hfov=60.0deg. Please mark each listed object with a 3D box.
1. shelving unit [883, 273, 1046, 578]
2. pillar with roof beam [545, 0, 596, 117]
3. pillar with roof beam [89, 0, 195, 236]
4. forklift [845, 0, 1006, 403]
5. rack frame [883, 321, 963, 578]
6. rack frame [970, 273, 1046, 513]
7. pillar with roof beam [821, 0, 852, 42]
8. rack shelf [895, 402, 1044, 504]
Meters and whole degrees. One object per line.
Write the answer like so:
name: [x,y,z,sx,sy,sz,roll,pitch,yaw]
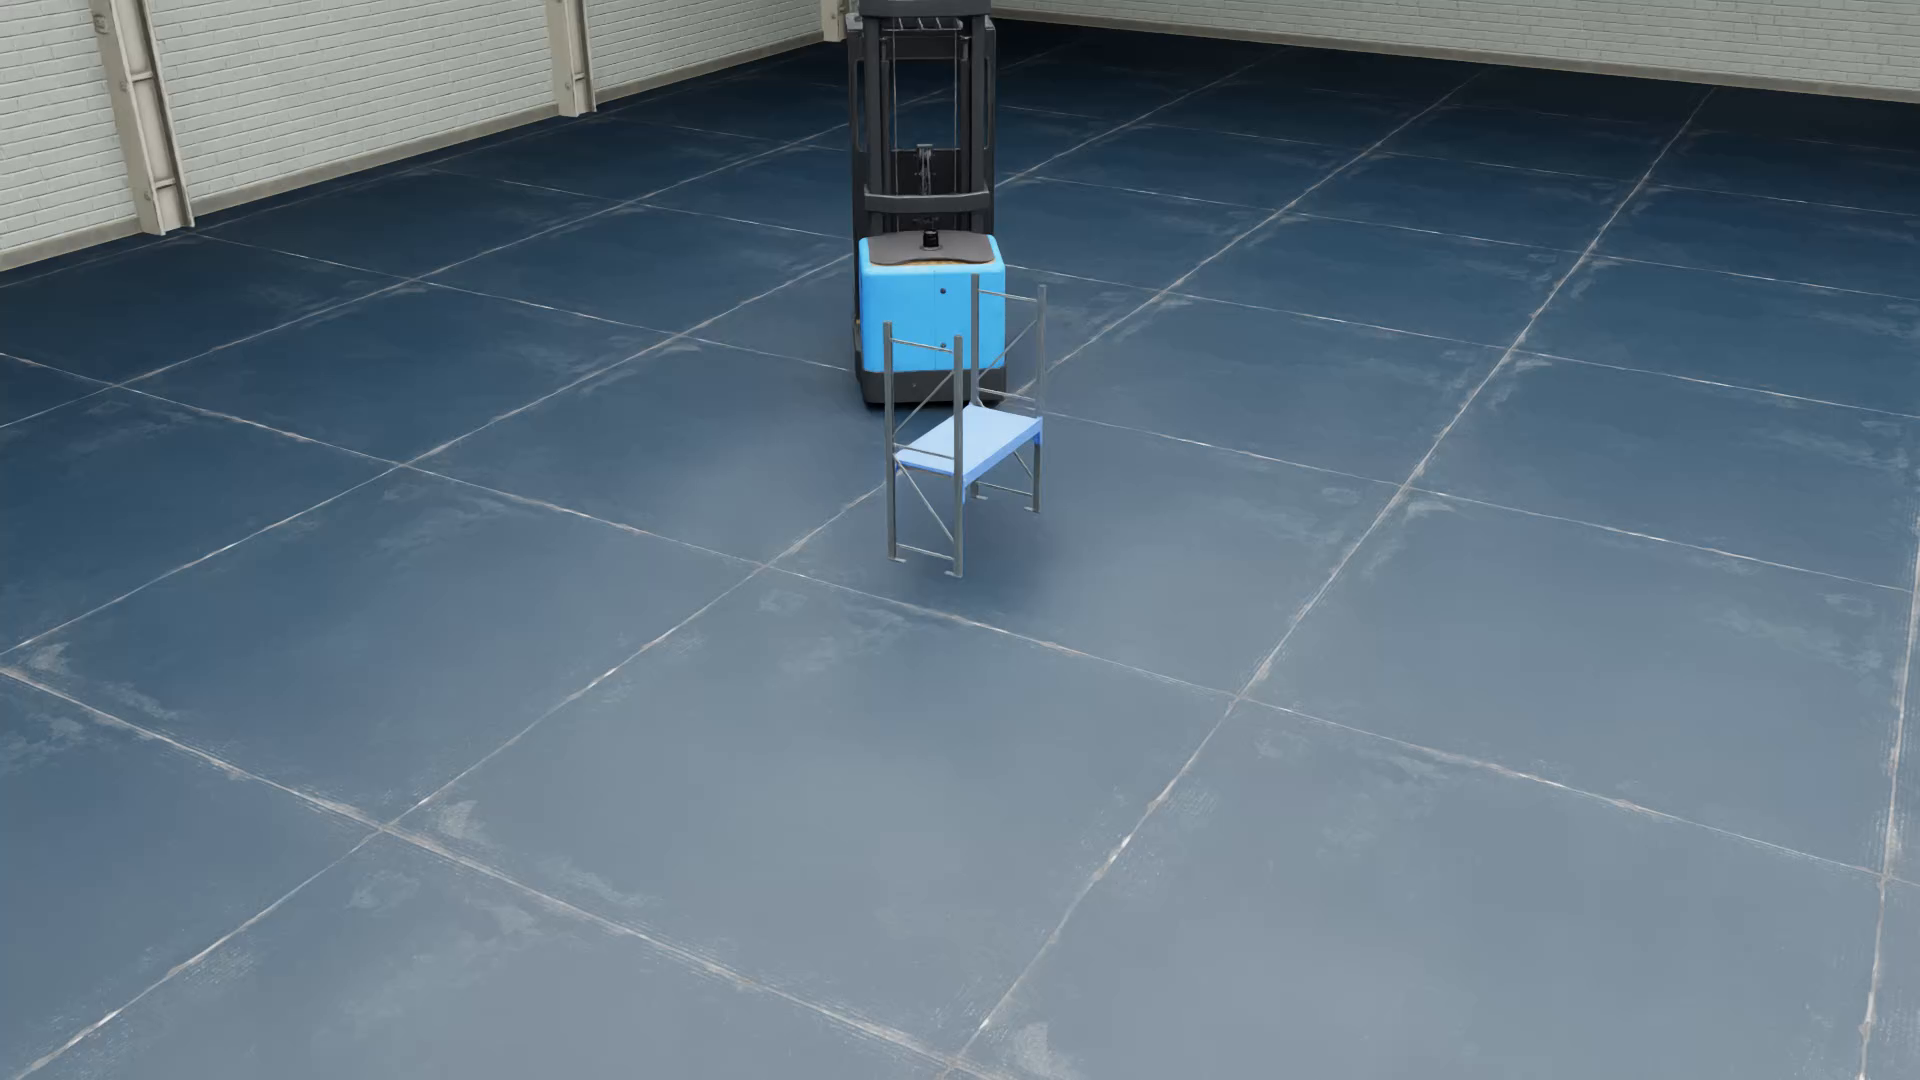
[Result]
shelving unit: [0.042,-0.704,9.981,0.538,1.500,1.048,14,30,26]
pillar with roof beam: [-1.098,-8.481,17.139,9.100,9.000,0.400,14,30,26]
pillar with roof beam: [-4.050,-6.143,12.468,9.100,9.000,0.400,14,30,26]
forklift: [-0.303,-2.930,12.829,1.130,2.935,3.031,-2,27,-4]
rack frame: [-0.208,-0.506,9.585,0.500,1.500,0.032,14,30,26]
rack frame: [0.292,-0.902,10.376,0.500,1.500,0.032,14,30,26]
pillar with roof beam: [1.853,-10.819,21.811,9.100,9.000,0.400,14,30,26]
rack shelf: [0.042,-0.543,10.061,0.538,0.185,1.000,14,30,26]
